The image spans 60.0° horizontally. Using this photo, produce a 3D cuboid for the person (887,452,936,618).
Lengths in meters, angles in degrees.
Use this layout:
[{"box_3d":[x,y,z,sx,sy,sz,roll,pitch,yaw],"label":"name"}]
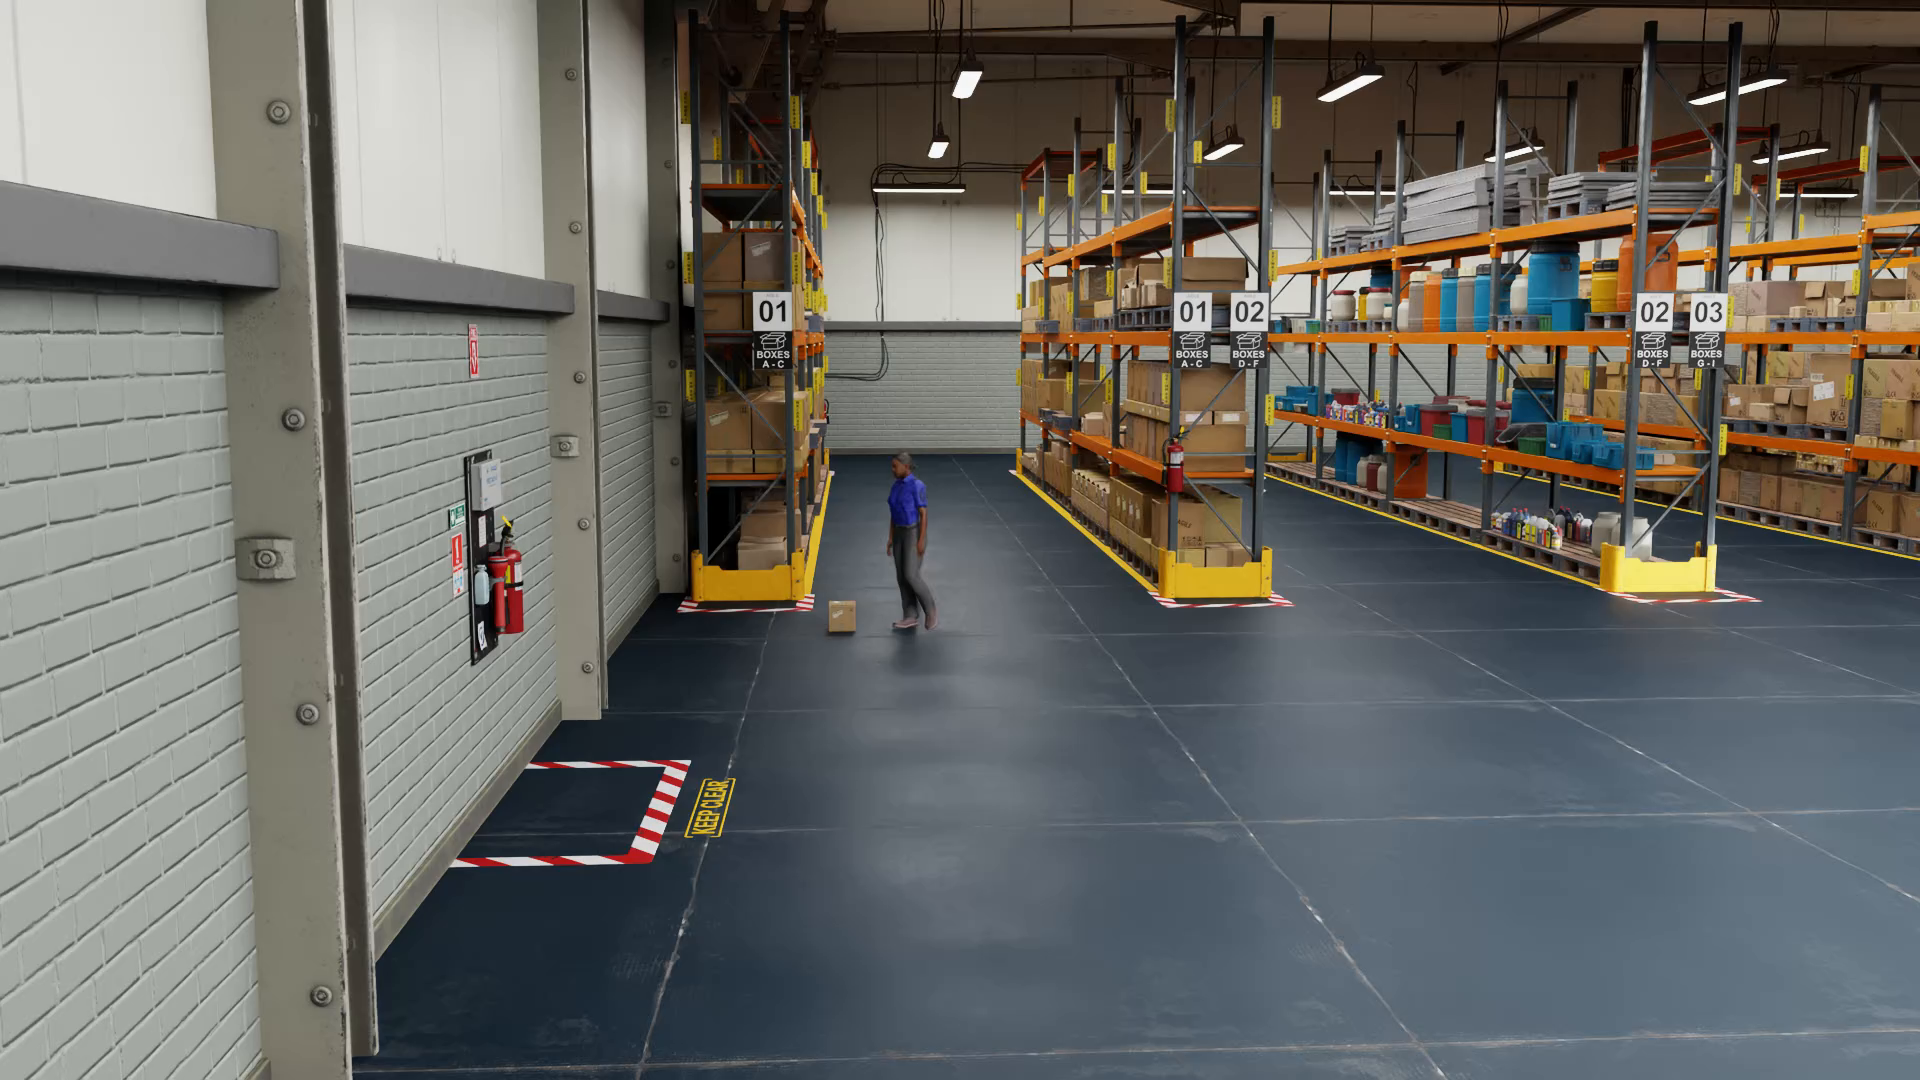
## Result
[{"box_3d":[-0.460,-0.032,15.618,0.383,1.586,0.477,-6,9,-38],"label":"person"}]
